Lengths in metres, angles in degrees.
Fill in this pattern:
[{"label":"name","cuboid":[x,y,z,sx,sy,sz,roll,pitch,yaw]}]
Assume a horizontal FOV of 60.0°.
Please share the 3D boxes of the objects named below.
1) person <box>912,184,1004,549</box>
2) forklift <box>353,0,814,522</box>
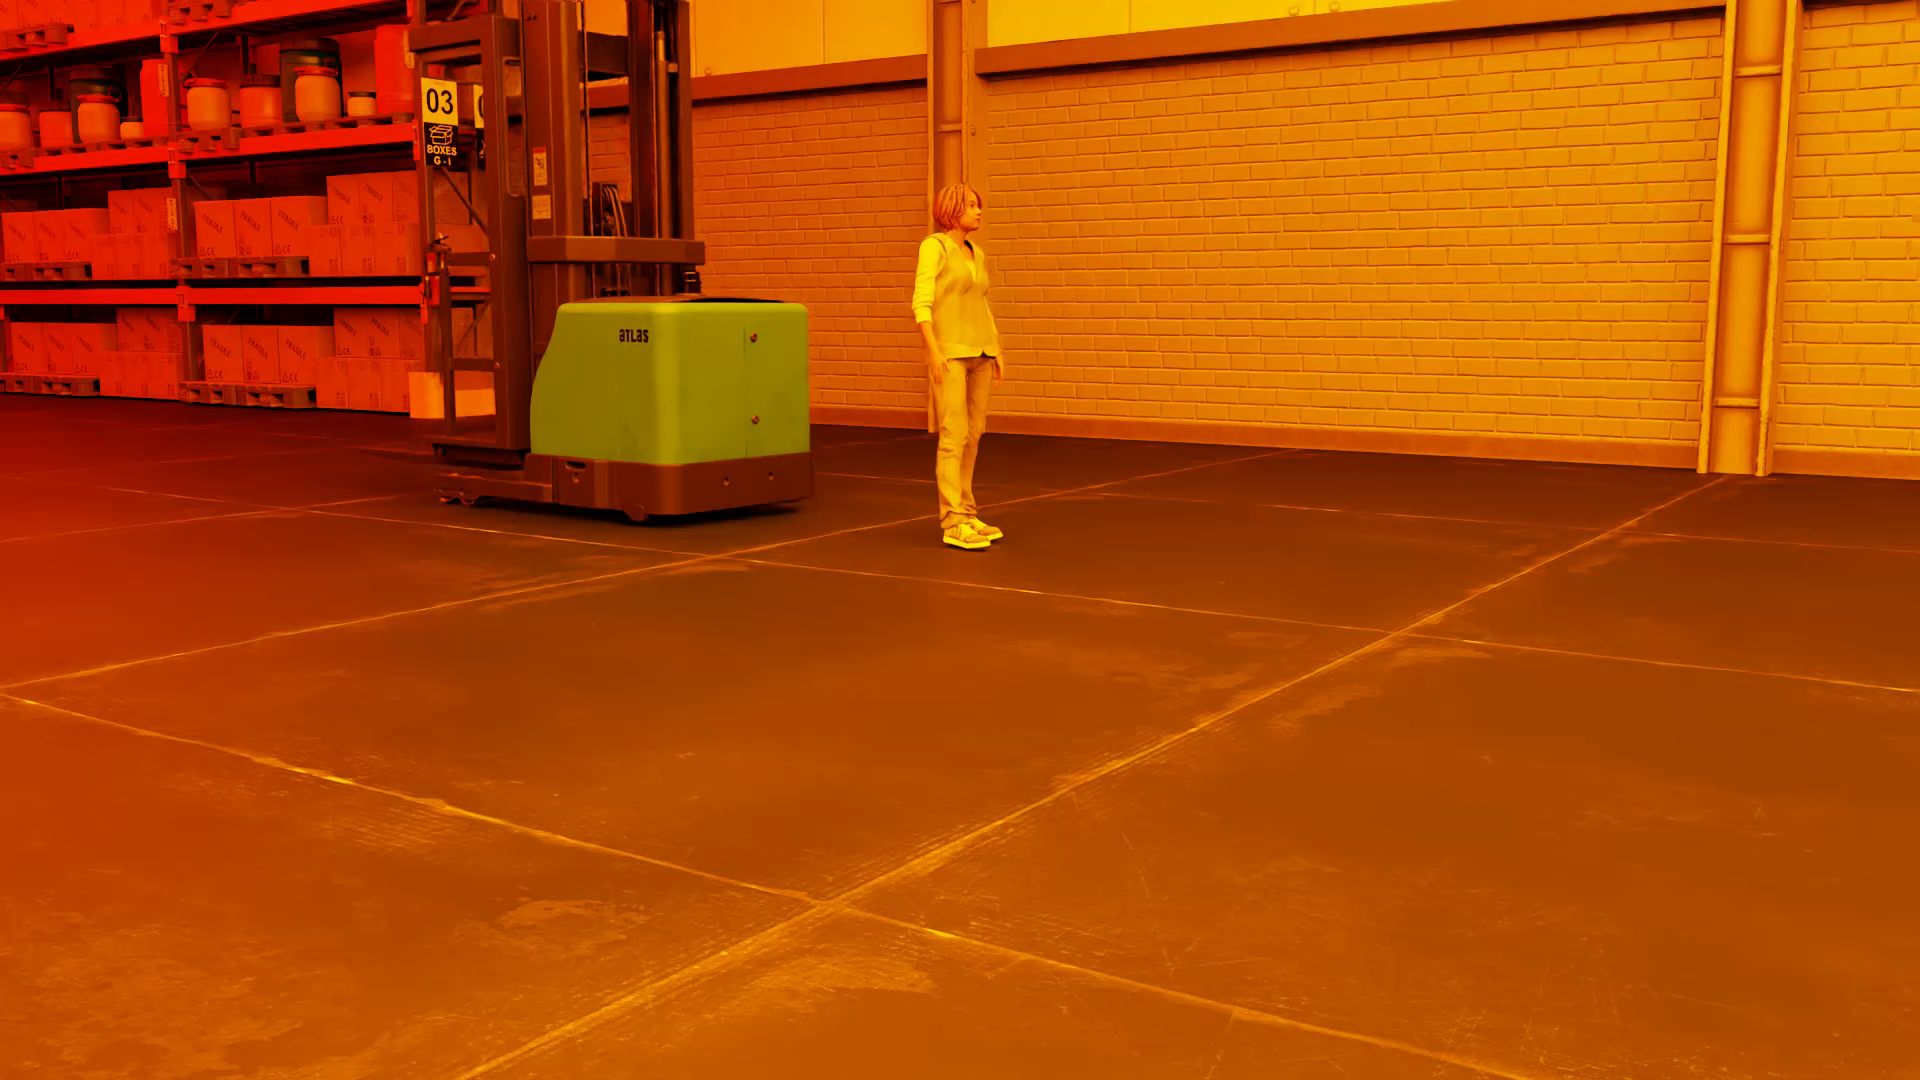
[{"label":"person","cuboid":[0.066,-0.786,7.435,0.489,1.598,0.506,7,10,39]},{"label":"forklift","cuboid":[-2.226,-1.682,9.023,3.031,2.935,1.130,6,10,39]}]
